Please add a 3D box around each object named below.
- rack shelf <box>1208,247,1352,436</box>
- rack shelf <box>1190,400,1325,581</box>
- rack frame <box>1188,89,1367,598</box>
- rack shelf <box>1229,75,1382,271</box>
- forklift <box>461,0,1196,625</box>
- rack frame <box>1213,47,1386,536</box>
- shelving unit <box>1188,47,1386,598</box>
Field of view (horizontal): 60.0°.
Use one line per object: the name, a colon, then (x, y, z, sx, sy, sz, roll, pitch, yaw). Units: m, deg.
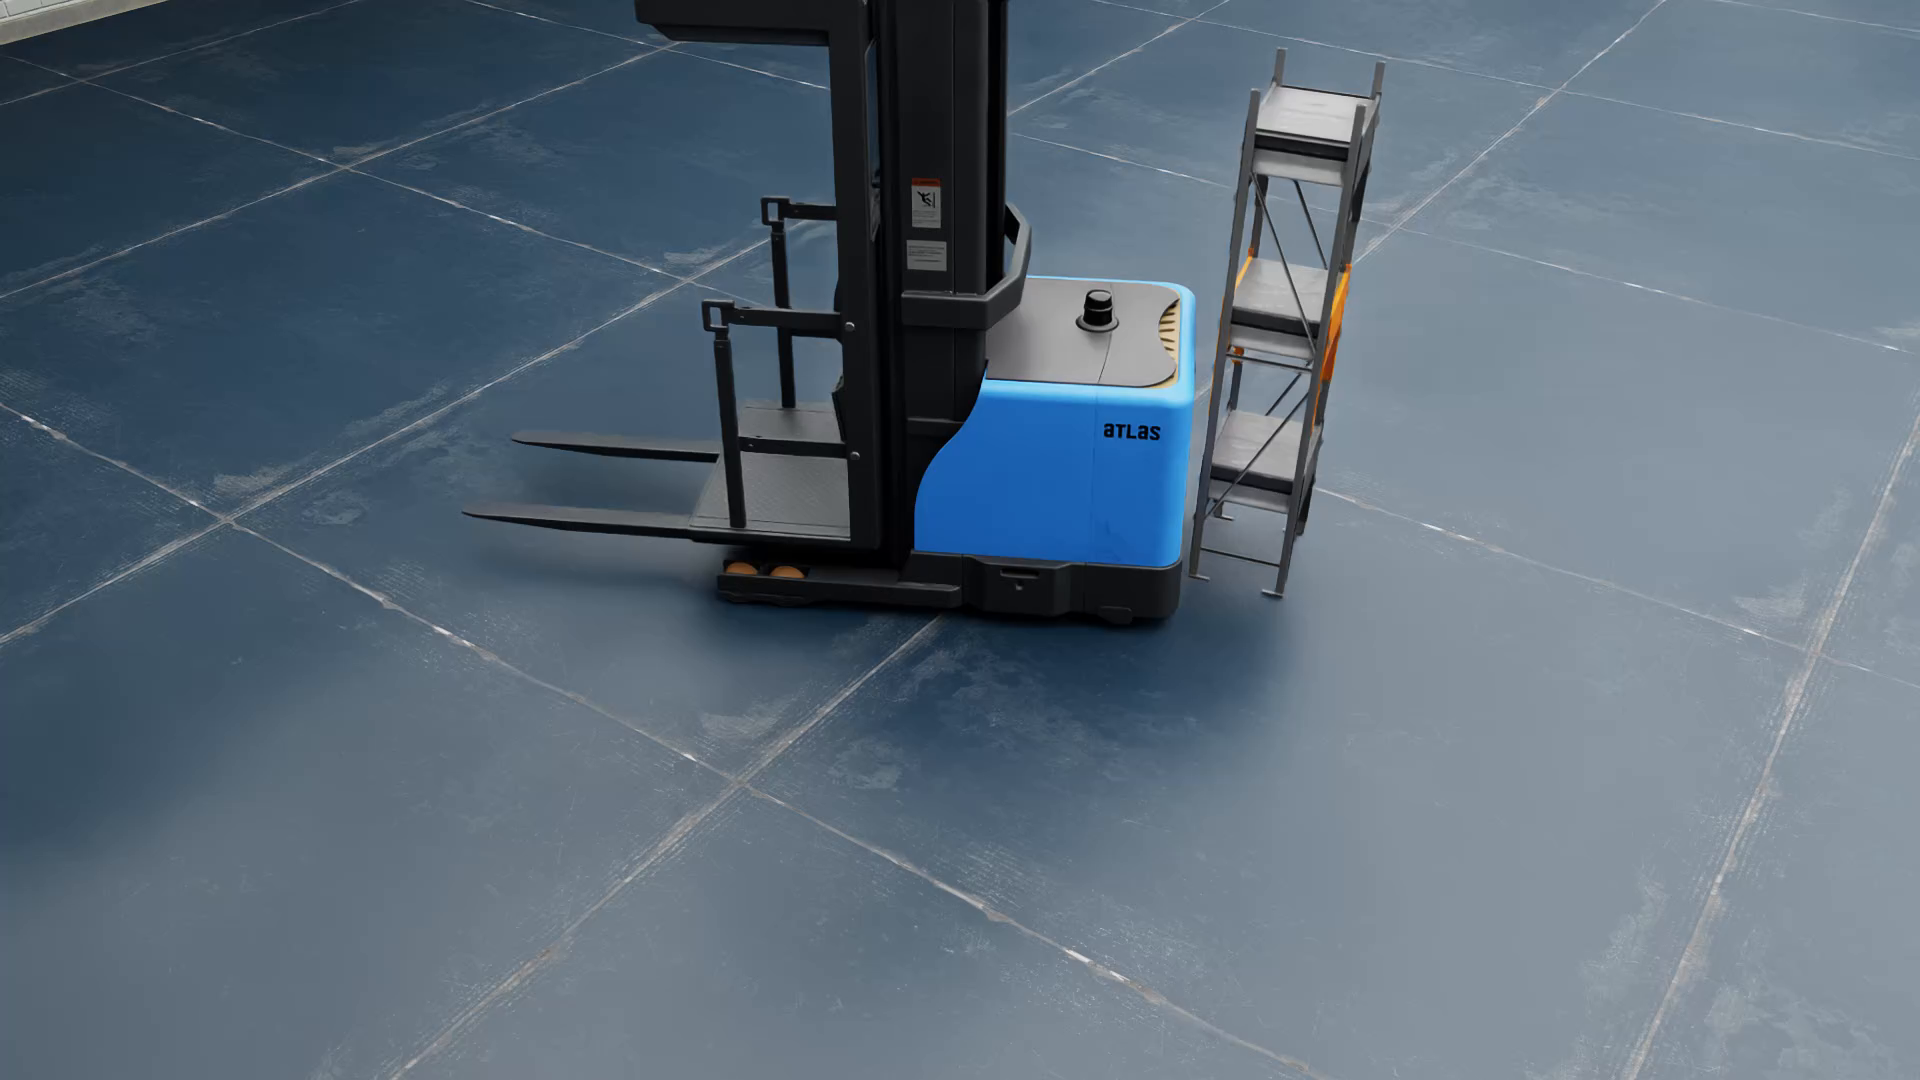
rack shelf: (1.261, -0.787, 6.553, 0.431, 0.518, 0.480, 13, 36, 15)
rack shelf: (1.242, -0.212, 6.951, 0.431, 0.518, 0.480, 13, 36, 15)
rack frame: (1.179, -0.670, 6.355, 0.400, 2.100, 0.015, 13, 36, 15)
rack shelf: (1.279, -1.363, 6.155, 0.431, 0.518, 0.480, 13, 36, 15)
forklift: (-0.568, -1.229, 6.451, 3.031, 2.935, 1.130, 4, 34, 6)
rack frame: (1.343, -0.928, 6.736, 0.400, 2.100, 0.015, 13, 36, 15)
shelving unit: (1.261, -0.799, 6.545, 0.431, 2.100, 0.503, 13, 36, 15)
